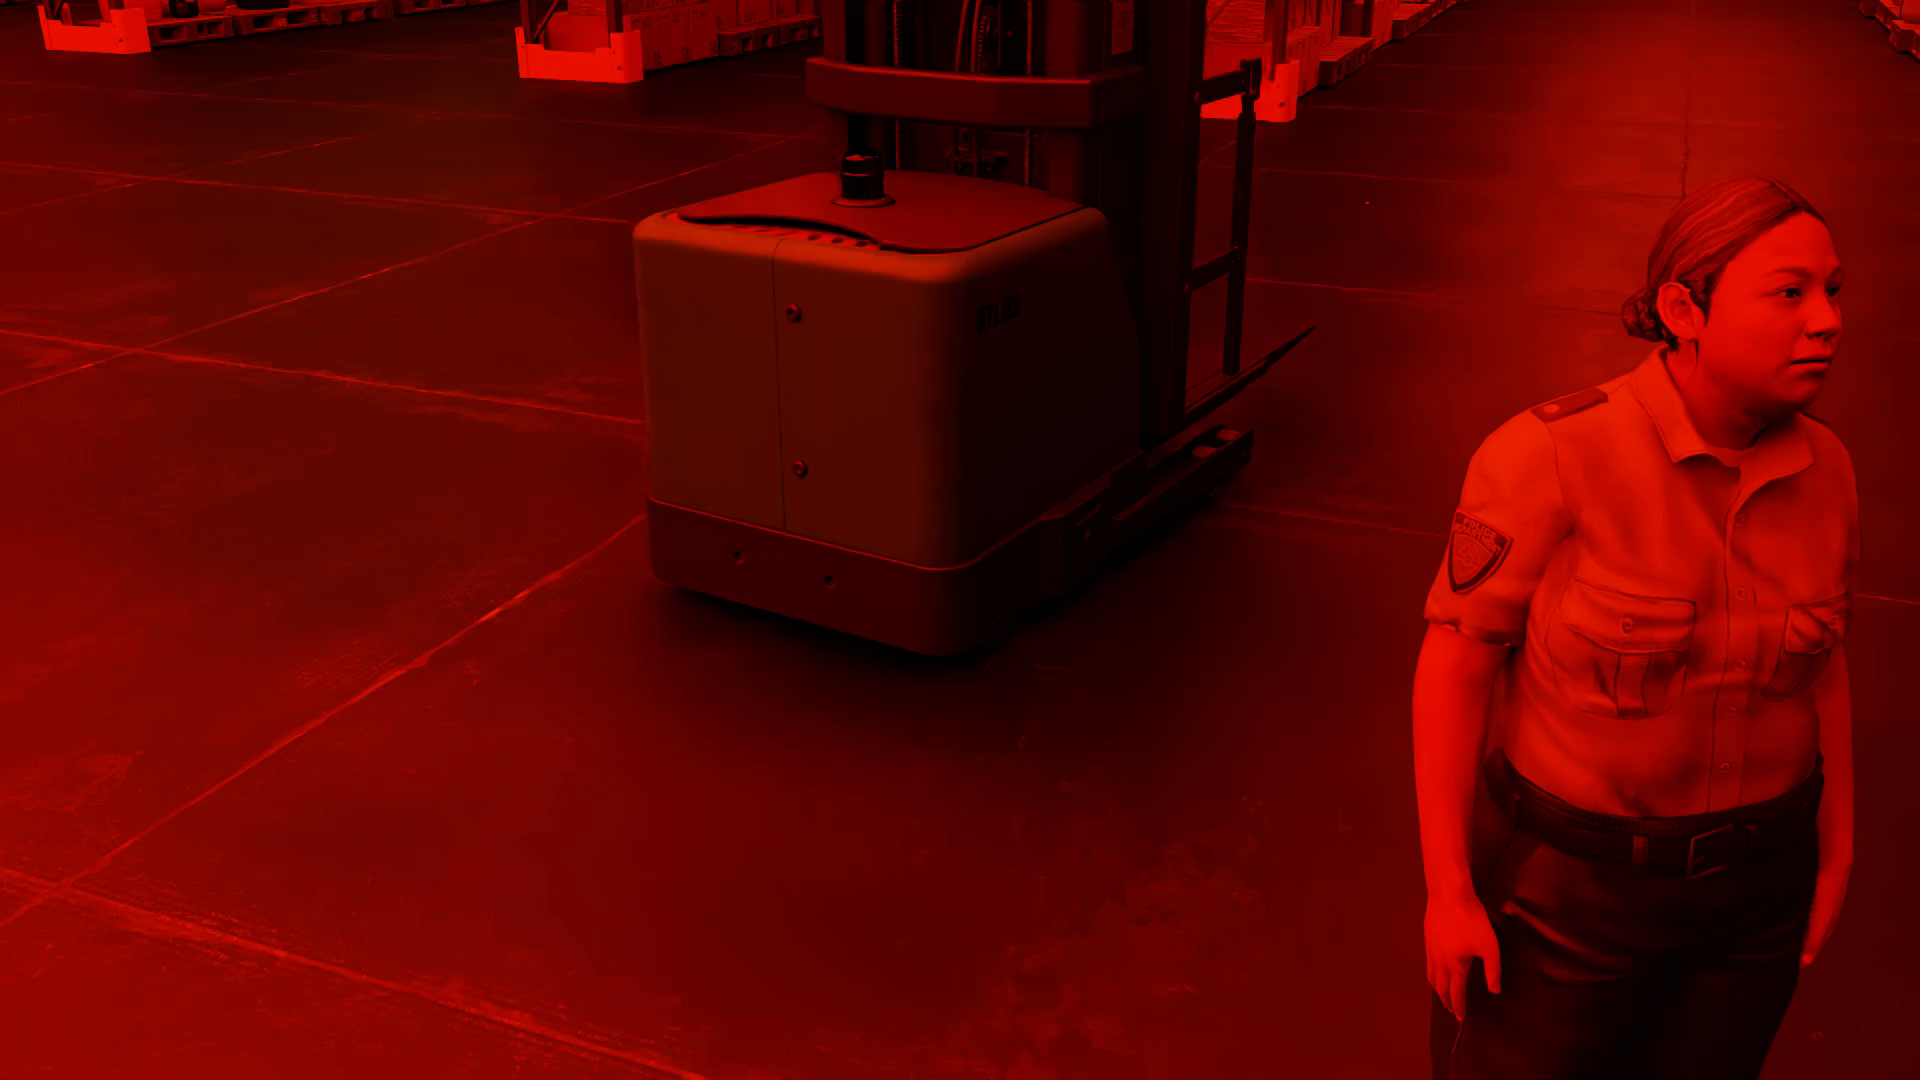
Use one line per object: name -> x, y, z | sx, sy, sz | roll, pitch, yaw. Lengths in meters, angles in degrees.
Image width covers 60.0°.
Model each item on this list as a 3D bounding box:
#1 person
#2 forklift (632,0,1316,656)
person -> 0.793, 0.445, 1.887 | 0.580, 1.658, 0.484 | -5, 23, -12
forklift -> 0.330, -1.580, 5.072 | 1.130, 2.935, 3.031 | 13, 26, 29
